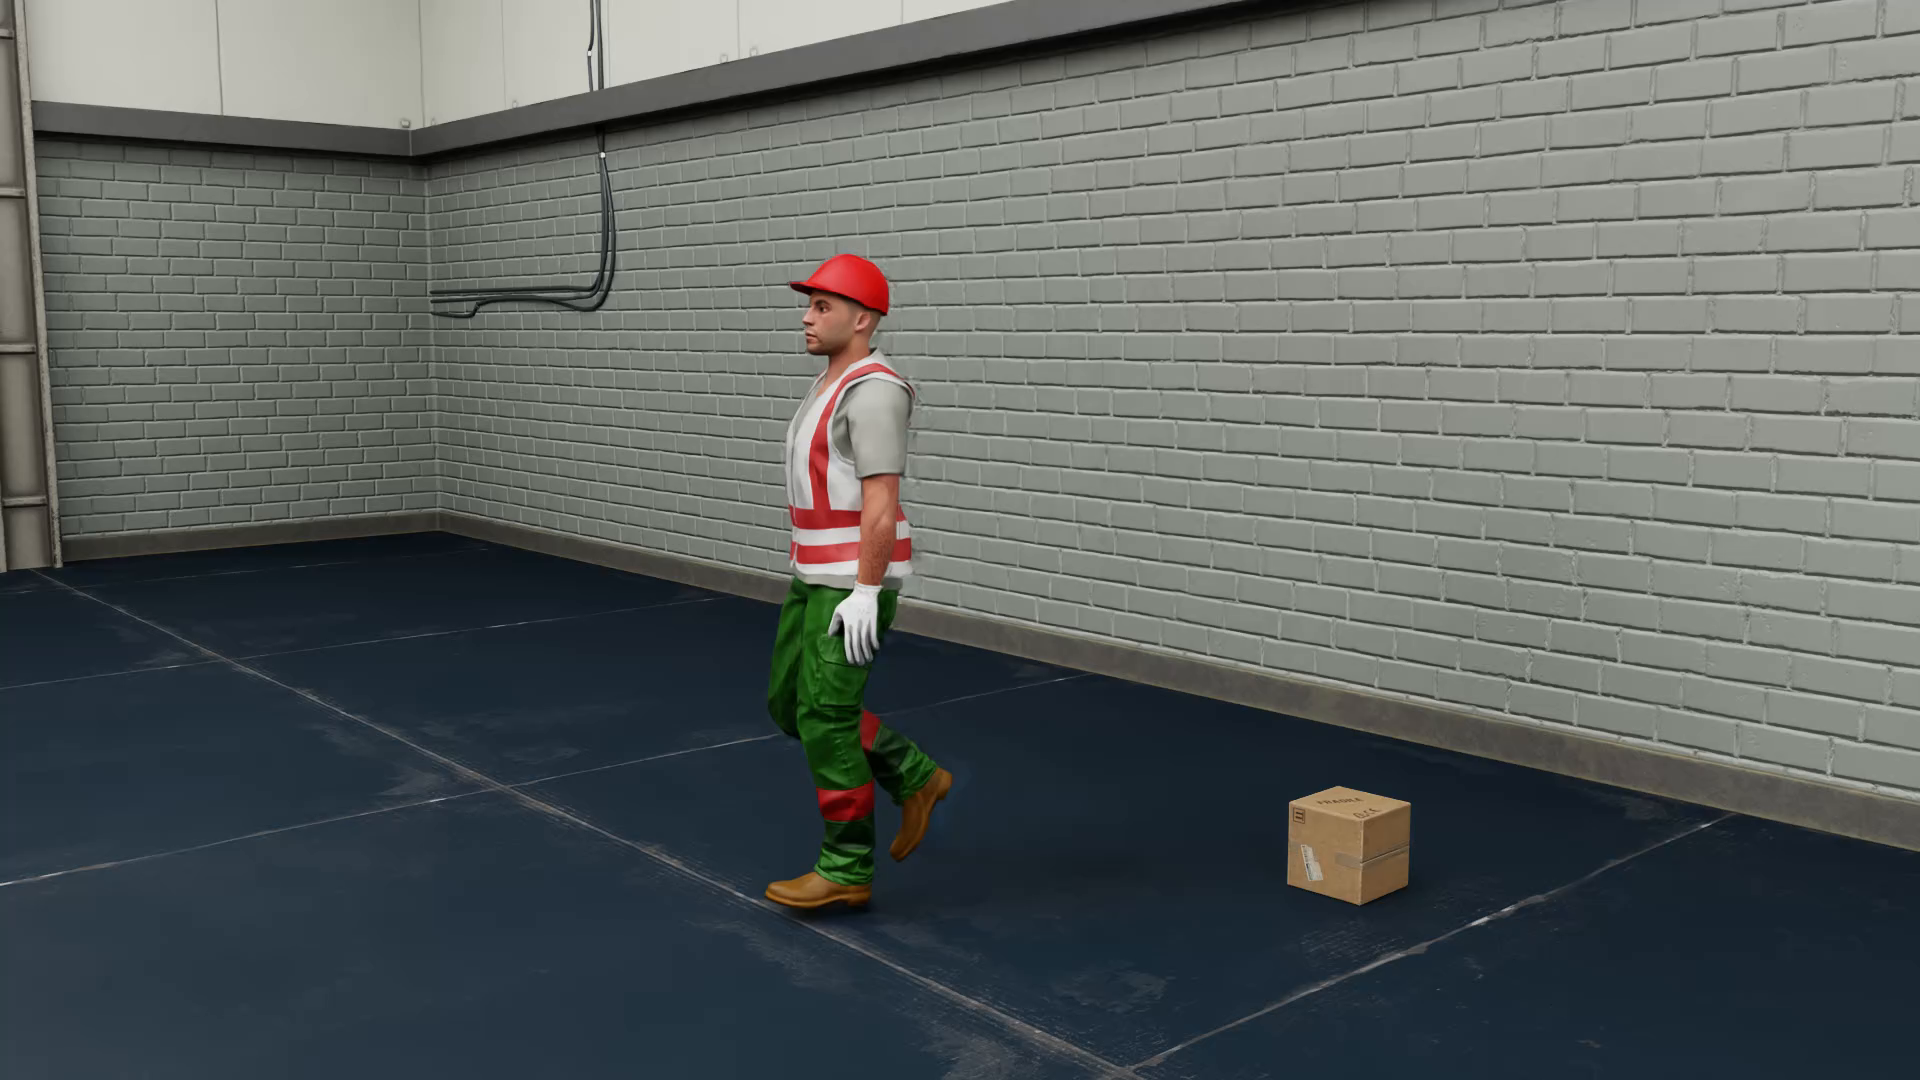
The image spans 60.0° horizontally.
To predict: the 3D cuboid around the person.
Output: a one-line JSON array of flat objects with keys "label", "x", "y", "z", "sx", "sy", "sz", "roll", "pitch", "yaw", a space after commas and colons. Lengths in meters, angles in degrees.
[{"label": "person", "x": -0.274, "y": 0.114, "z": 4.599, "sx": 0.585, "sy": 1.782, "sz": 0.574, "roll": -2, "pitch": 8, "yaw": -18}]
